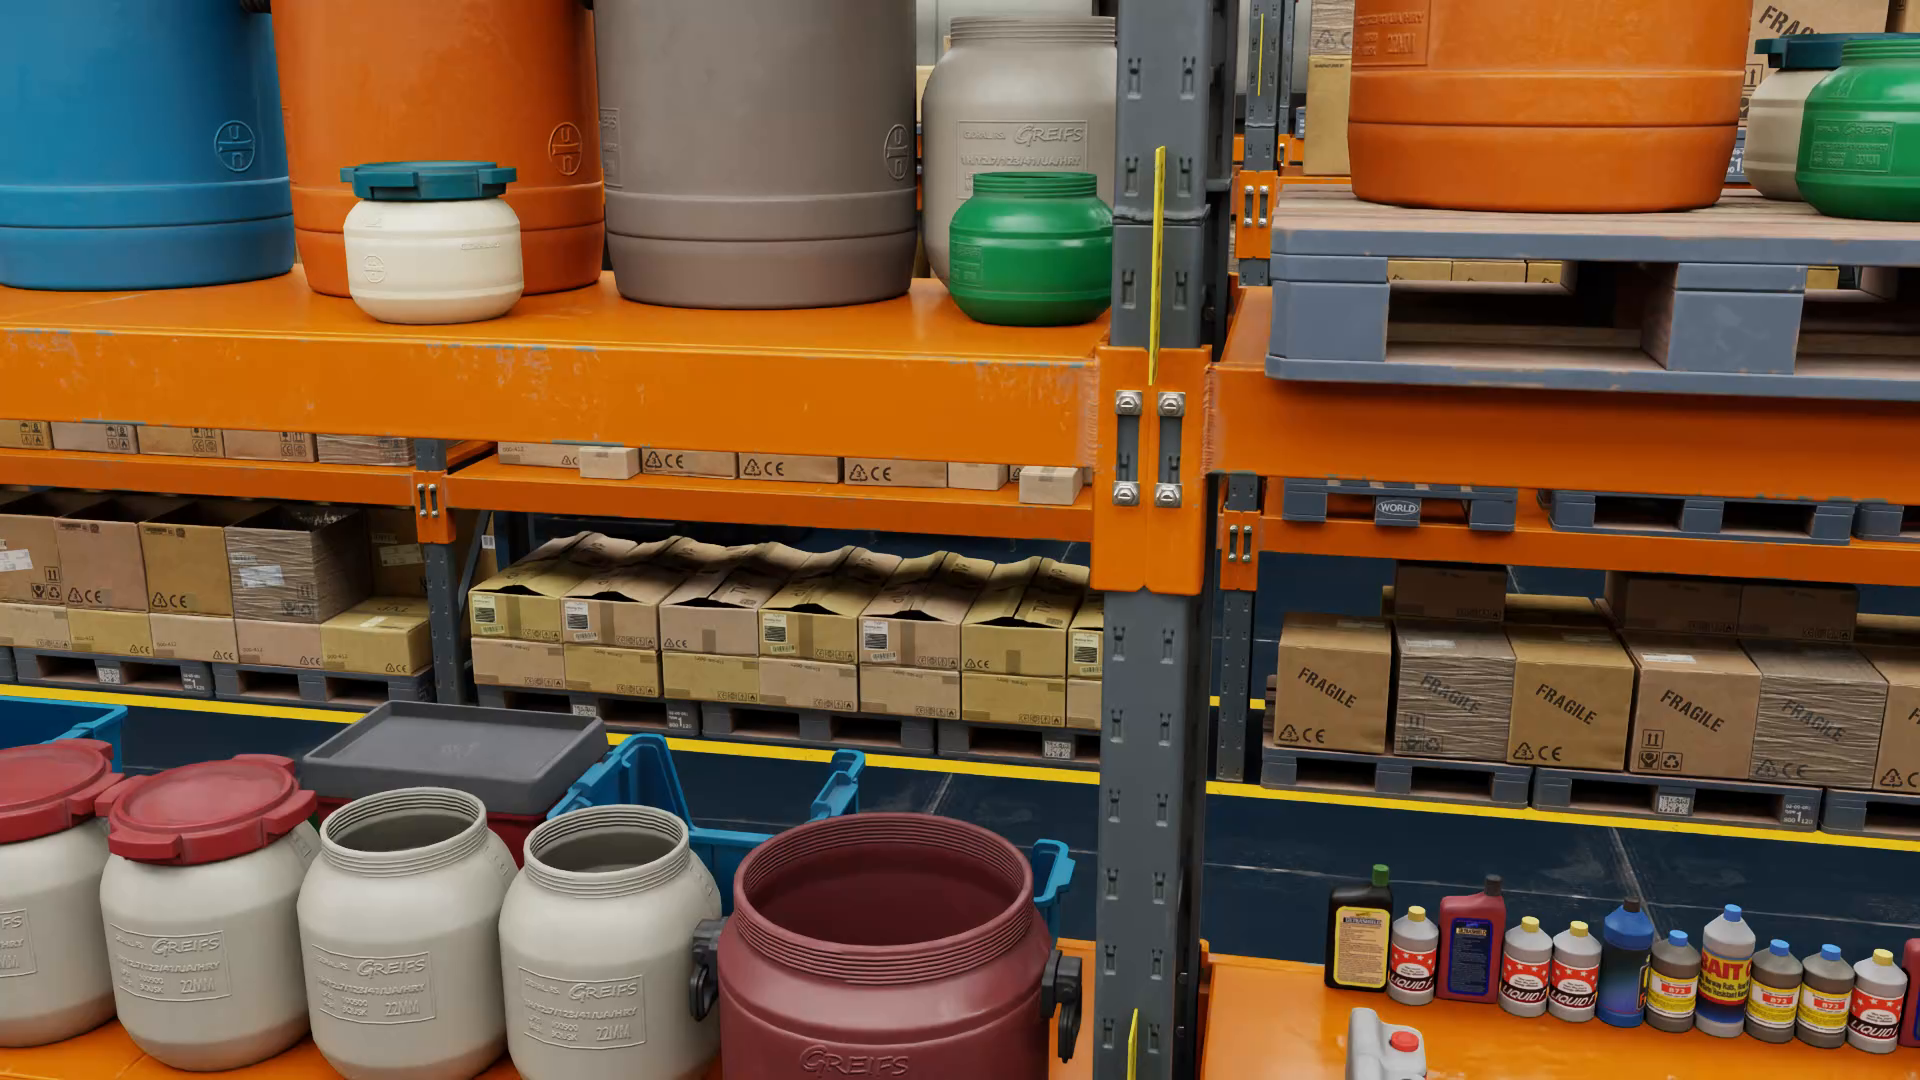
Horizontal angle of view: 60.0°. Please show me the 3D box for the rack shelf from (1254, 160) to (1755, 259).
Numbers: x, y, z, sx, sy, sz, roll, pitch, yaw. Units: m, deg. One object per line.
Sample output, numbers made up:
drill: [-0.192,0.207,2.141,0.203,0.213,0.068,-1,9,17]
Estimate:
rack shelf: [3.331,-1.422,7.235,4.000,0.370,1.077,3,16,11]

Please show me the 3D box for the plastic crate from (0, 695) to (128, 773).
plastic crate: [-2.397,0.638,4.099,0.575,0.384,0.392,3,16,11]

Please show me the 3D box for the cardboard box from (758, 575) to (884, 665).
cardboard box: [-0.687,0.379,8.319,0.500,0.311,0.500,4,16,13]

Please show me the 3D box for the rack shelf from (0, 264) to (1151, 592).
rack shelf: [-1.580,-0.339,3.326,4.000,0.370,1.077,3,16,11]

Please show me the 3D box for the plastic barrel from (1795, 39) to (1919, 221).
plastic barrel: [1.372,-0.591,2.390,0.294,0.245,0.294,0,15,0]

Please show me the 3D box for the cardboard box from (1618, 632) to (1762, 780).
cardboard box: [3.277,0.743,7.550,0.500,0.500,0.500,3,16,9]

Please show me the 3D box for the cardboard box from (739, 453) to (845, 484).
cardboard box: [-0.793,-0.591,8.318,0.500,0.500,0.500,3,16,11]

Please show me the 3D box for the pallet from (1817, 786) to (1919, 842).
pallet: [4.486,1.094,7.648,1.213,0.211,1.003,3,16,11]

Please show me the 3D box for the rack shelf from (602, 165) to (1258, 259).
rack shelf: [-0.589,-1.635,8.003,4.000,0.370,1.077,3,16,11]

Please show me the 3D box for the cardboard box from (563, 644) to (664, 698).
cardboard box: [-1.703,0.594,8.592,0.500,0.250,0.500,4,16,12]

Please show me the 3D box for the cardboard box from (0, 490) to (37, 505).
cardboard box: [-5.497,0.019,9.264,0.500,0.500,0.500,3,16,11]

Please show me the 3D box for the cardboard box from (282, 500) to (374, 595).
cardboard box: [-3.433,-0.012,9.376,0.500,0.500,0.500,3,16,11]

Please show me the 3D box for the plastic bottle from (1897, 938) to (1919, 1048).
plastic bottle: [1.981,0.893,3.368,0.133,0.283,0.061,3,16,11]

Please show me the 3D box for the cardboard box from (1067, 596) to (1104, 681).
cardboard box: [0.808,0.459,8.028,0.500,0.311,0.500,4,16,13]

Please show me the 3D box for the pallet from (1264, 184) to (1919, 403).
pallet: [1.110,-0.422,2.632,1.213,0.211,1.003,3,16,11]

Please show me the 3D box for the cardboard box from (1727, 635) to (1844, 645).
cardboard box: [3.852,0.632,7.948,0.500,0.500,0.500,3,16,12]

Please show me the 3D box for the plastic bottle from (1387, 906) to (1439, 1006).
plastic bottle: [0.971,0.883,3.559,0.097,0.201,0.097,0,15,0]

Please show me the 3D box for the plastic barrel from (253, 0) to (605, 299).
plastic barrel: [-1.023,-0.922,3.277,0.708,0.830,0.600,3,16,11]

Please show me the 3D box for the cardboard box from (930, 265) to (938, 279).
cardboard box: [0.124,-2.104,12.958,0.500,0.500,0.700,5,16,19]

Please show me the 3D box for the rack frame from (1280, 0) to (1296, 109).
rack frame: [2.354,-4.617,11.802,0.127,3.000,1.000,3,16,11]

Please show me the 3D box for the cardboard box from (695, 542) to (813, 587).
cardboard box: [-1.095,0.210,8.929,0.500,0.311,0.500,3,16,11]

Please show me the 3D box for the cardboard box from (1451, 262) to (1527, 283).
cardboard box: [3.777,-1.777,12.006,0.500,0.500,0.500,3,16,11]

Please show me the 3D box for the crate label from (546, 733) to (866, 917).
crate label: [-0.540,0.725,3.688,0.616,0.435,0.502,3,16,11]

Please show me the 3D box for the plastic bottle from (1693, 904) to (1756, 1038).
plastic bottle: [1.578,0.882,3.430,0.097,0.271,0.097,0,15,0]

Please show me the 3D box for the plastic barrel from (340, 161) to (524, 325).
plastic barrel: [-0.913,-0.519,2.888,0.301,0.262,0.301,0,15,0]

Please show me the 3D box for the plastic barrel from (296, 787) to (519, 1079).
plastic barrel: [-1.084,0.791,3.308,0.421,0.512,0.421,0,15,0]

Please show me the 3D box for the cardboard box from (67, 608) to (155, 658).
cardboard box: [-4.518,0.435,9.168,0.500,0.250,0.500,3,16,11]

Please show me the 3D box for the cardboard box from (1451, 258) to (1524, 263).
cardboard box: [3.765,-2.143,11.921,0.500,0.250,0.500,3,16,11]

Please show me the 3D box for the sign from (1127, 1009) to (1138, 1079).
sign: [0.277,0.932,2.704,0.005,0.325,0.100,3,16,11]

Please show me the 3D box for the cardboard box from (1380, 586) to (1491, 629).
cardboard box: [2.334,0.551,8.241,0.500,0.500,0.500,4,16,13]

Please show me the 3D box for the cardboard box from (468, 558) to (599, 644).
cardboard box: [-2.194,0.297,8.613,0.500,0.311,0.500,3,16,11]

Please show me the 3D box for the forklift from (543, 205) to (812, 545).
forklift: [-2.531,-1.538,12.055,3.031,2.935,1.130,3,16,12]

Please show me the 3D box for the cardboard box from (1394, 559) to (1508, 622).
cardboard box: [2.390,0.192,8.134,0.500,0.250,0.500,4,16,13]

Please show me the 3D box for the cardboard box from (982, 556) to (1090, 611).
cardboard box: [0.400,0.293,8.631,0.500,0.311,0.500,3,16,10]

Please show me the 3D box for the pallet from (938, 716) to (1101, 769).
pallet: [0.572,0.860,8.491,1.213,0.211,1.003,3,16,11]

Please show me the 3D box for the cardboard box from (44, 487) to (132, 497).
cardboard box: [-4.901,-0.094,9.671,0.500,0.500,0.500,3,16,11]

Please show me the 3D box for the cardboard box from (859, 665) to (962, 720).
cardboard box: [-0.192,0.675,8.300,0.500,0.250,0.500,3,16,12]

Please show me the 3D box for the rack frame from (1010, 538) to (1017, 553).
rack frame: [0.415,-0.700,11.711,0.032,1.500,0.500,3,16,11]

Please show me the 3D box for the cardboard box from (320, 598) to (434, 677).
cardboard box: [-3.047,0.513,8.886,0.500,0.250,0.500,3,16,11]

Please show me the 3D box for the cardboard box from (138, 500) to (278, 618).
cardboard box: [-4.025,0.096,8.985,0.500,0.500,0.500,3,16,11]

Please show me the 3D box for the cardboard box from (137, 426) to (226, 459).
cardboard box: [-3.994,-0.767,8.953,0.500,0.500,0.700,3,16,12]

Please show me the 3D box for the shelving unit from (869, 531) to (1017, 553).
shelving unit: [-0.084,-0.727,11.808,1.048,1.500,0.538,3,16,11]

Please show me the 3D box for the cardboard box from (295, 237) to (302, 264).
cardboard box: [-2.985,-1.338,8.585,0.500,0.500,0.700,3,16,11]

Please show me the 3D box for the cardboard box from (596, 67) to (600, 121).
cardboard box: [-1.947,-2.183,8.128,0.500,0.250,0.500,5,16,17]

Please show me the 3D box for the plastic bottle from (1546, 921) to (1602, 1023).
plastic bottle: [1.292,0.900,3.496,0.097,0.201,0.097,0,15,0]

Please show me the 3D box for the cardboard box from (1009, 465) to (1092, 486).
cardboard box: [0.533,-0.485,8.290,0.500,0.311,0.500,3,16,10]

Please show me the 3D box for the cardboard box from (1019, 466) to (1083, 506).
cardboard box: [0.434,-0.284,7.869,0.250,0.149,0.380,3,16,11]

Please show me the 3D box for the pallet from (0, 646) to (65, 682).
pallet: [-5.711,0.518,9.725,1.213,0.211,1.003,3,16,11]

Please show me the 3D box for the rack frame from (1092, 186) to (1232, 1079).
rack frame: [0.380,0.866,3.247,0.127,3.000,1.000,3,16,11]

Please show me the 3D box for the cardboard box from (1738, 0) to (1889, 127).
cardboard box: [3.504,-2.077,7.092,0.600,0.600,0.600,2,16,9]

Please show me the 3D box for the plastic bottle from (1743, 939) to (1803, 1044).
plastic bottle: [1.674,0.921,3.421,0.097,0.201,0.097,0,15,0]

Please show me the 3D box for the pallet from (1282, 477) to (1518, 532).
pallet: [2.049,-0.319,7.885,1.003,0.211,1.213,3,16,11]

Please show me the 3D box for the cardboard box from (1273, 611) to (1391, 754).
cardboard box: [1.760,0.662,7.841,0.500,0.500,0.500,4,16,13]

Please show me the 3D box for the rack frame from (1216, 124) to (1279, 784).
rack frame: [1.371,-0.430,7.924,0.127,3.000,1.000,3,16,11]

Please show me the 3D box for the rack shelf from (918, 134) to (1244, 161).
rack shelf: [0.394,-2.931,12.682,4.000,0.370,1.077,3,16,11]

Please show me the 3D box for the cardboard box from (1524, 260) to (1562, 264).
cardboard box: [4.267,-2.117,11.829,0.500,0.250,0.500,3,16,10]
